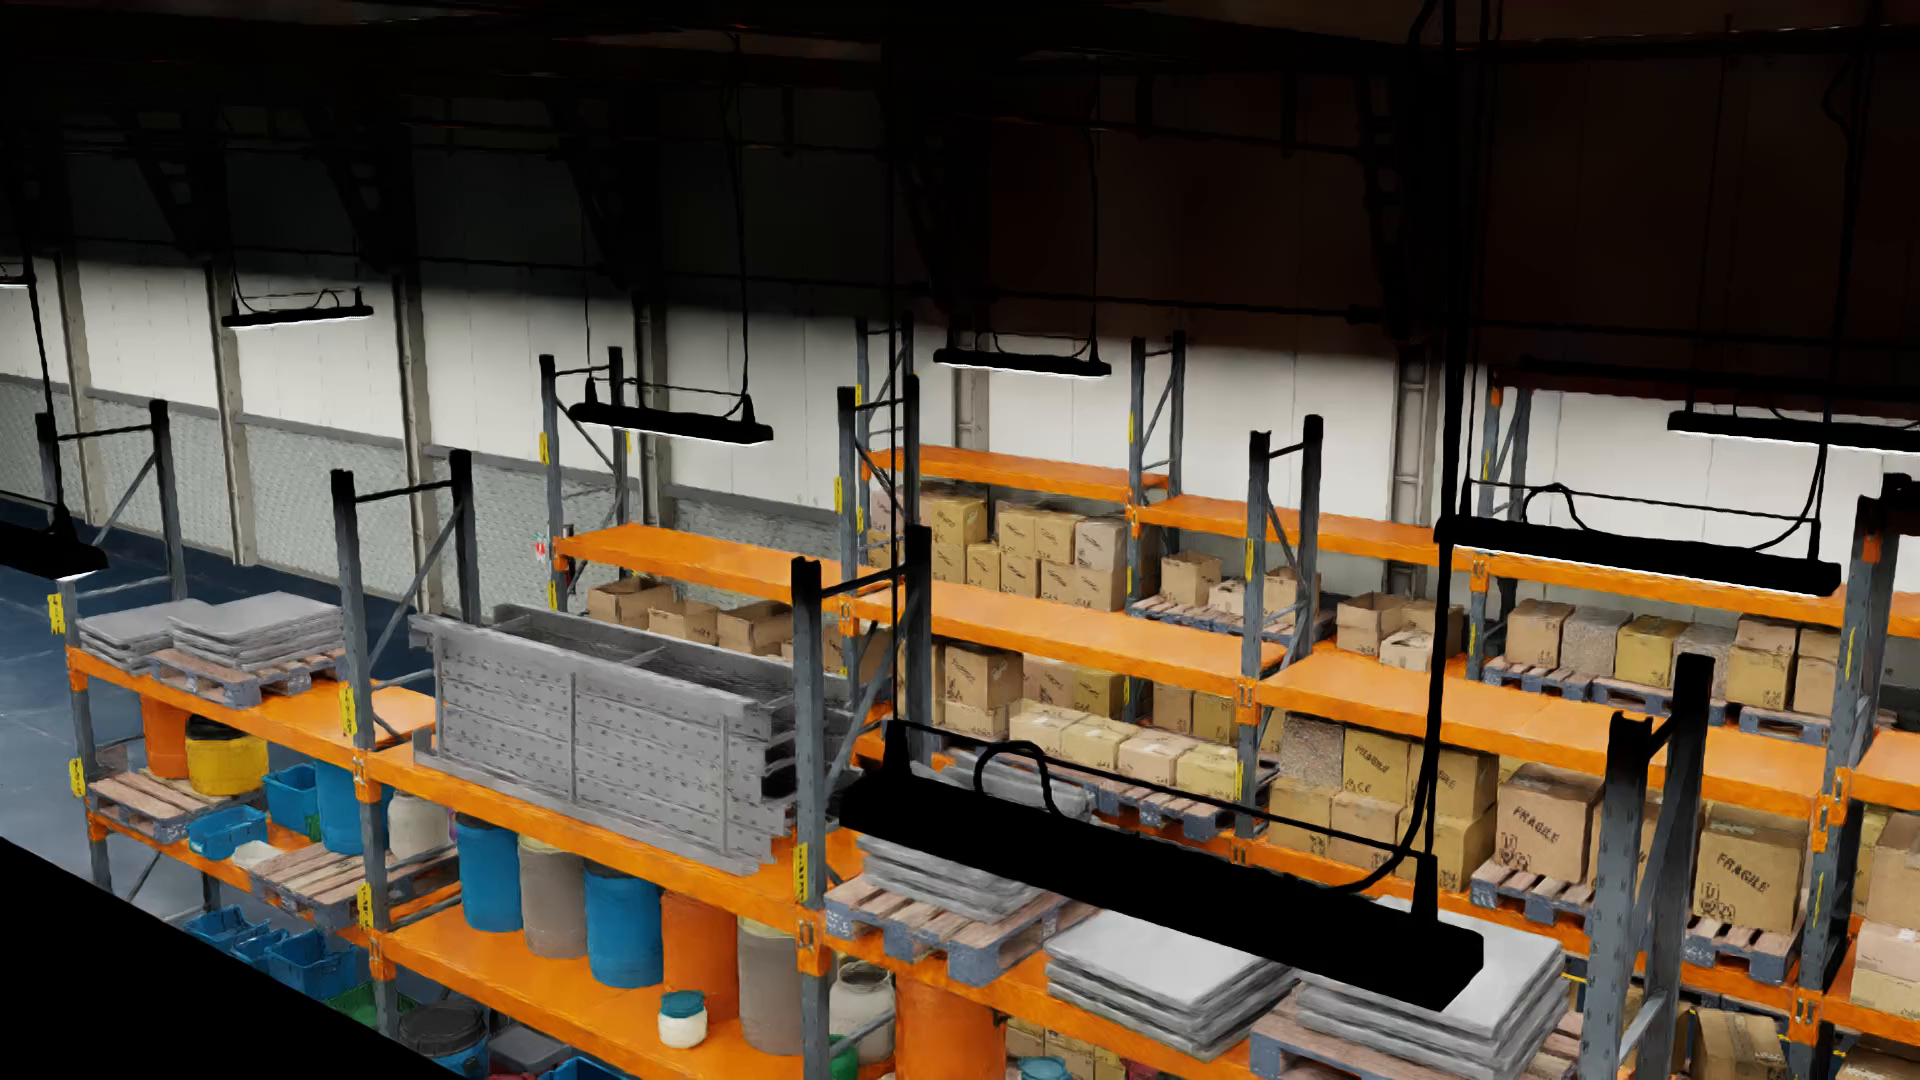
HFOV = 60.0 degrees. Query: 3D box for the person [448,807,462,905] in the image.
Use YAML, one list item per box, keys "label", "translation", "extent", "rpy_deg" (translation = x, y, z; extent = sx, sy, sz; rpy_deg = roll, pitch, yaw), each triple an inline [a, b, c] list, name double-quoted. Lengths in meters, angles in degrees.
- label: "person"
  translation: [-5.227, 3.321, 17.426]
  extent: [0.458, 1.594, 0.407]
  rpy_deg: [2, 13, 8]
